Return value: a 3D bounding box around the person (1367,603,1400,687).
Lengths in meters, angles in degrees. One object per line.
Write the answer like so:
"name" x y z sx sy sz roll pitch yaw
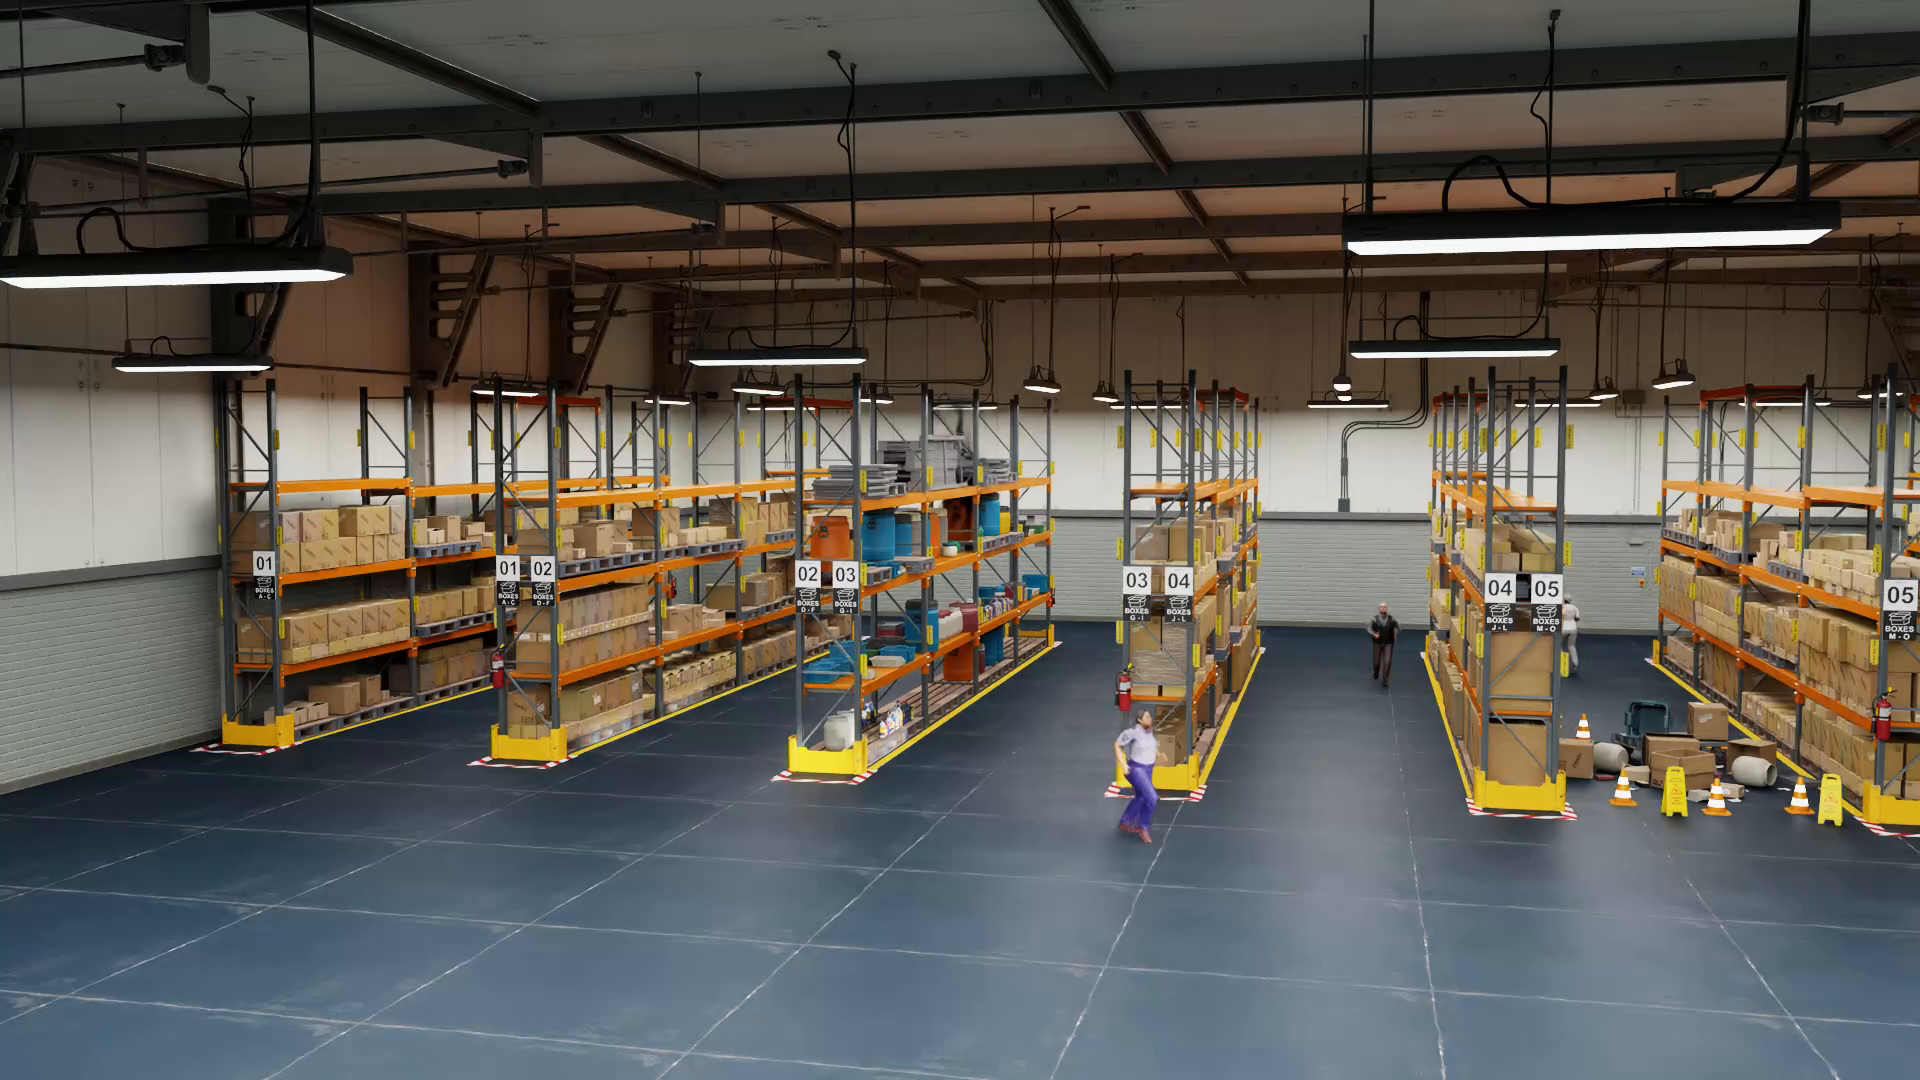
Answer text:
"person" 8.646 2.124 33.956 0.669 1.681 0.751 1 3 10

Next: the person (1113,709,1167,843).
"person" 2.257 2.992 20.880 0.715 1.594 0.612 3 4 37

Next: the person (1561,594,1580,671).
"person" 13.092 2.010 35.851 0.596 1.701 0.858 0 3 -3
